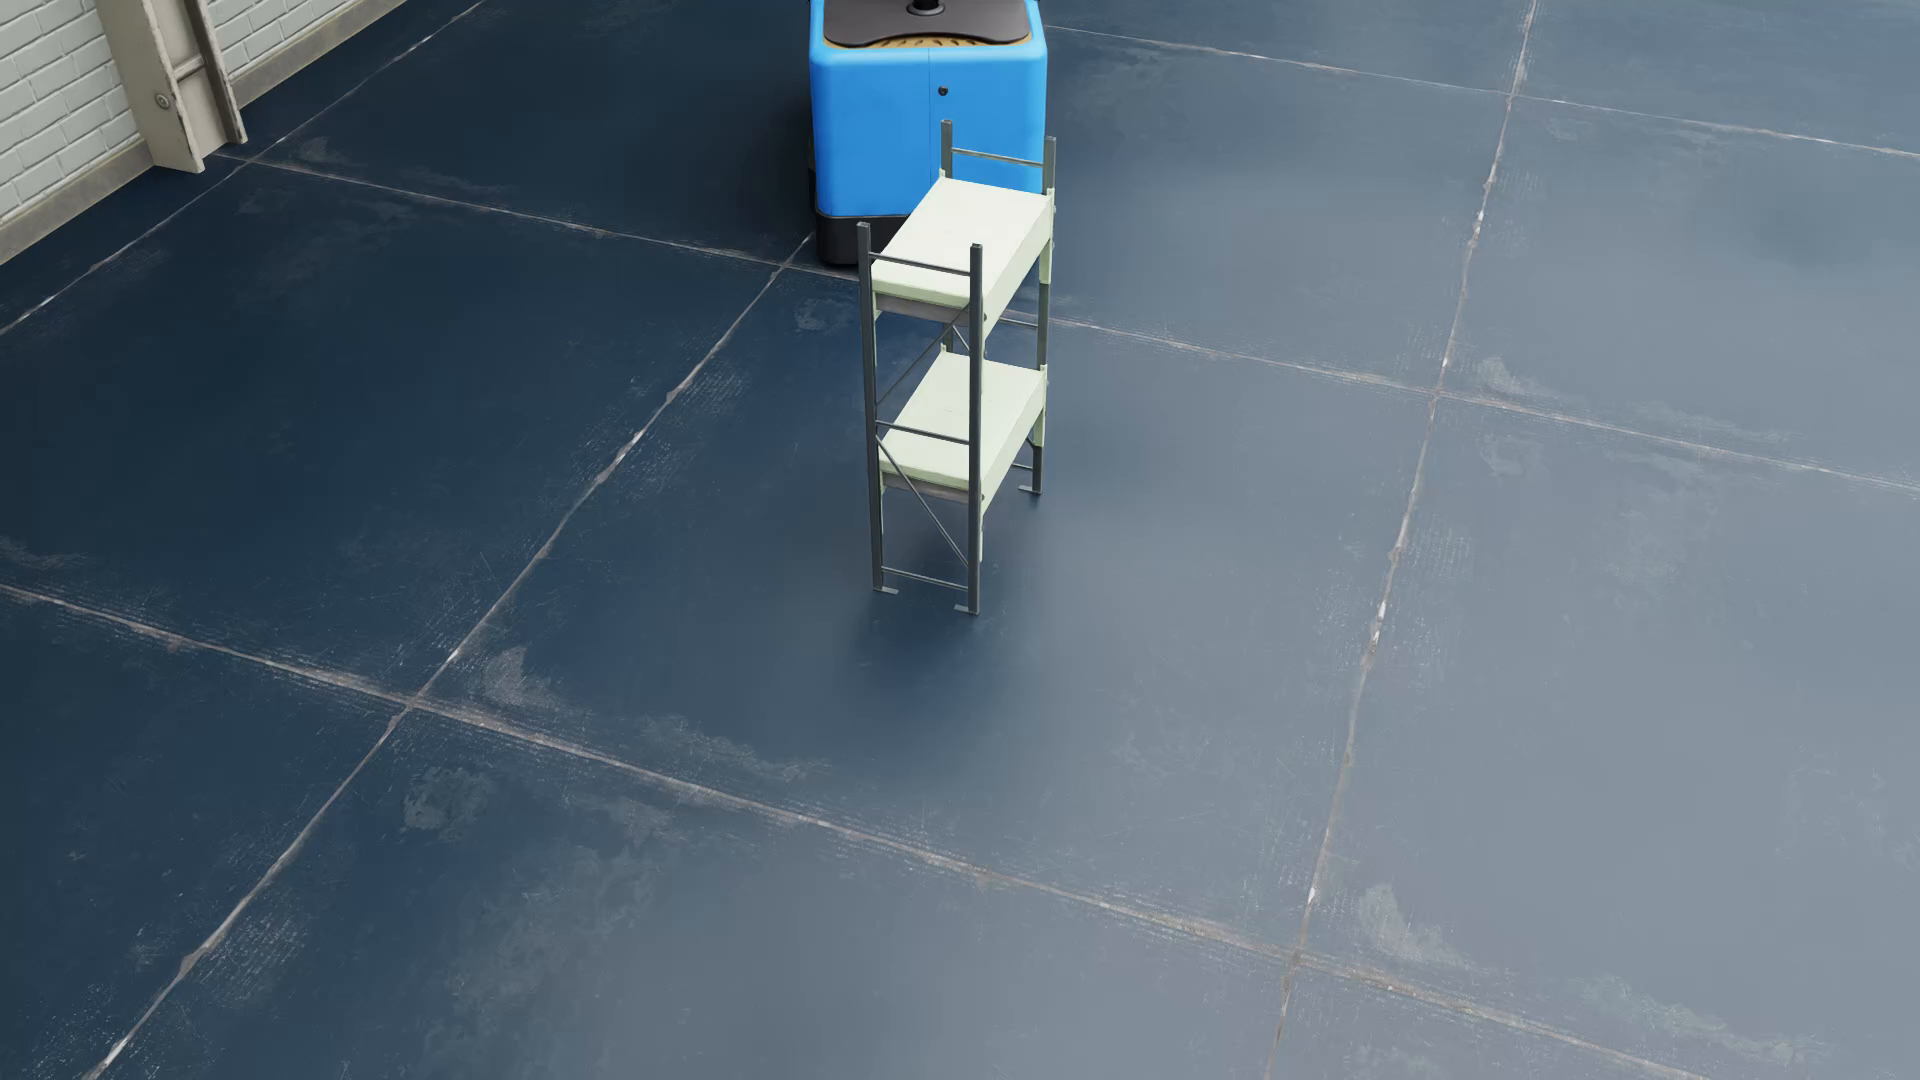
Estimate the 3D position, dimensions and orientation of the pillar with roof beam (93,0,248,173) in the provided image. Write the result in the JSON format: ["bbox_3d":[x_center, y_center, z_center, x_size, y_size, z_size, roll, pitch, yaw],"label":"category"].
[{"bbox_3d":[0.109,-4.480,4.567,9.100,9.000,0.400,13,42,15],"label":"pillar with roof beam"}]

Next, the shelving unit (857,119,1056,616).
[{"bbox_3d":[0.002,-0.575,5.768,0.431,1.500,0.755,13,42,15],"label":"shelving unit"}]

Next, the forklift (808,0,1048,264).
[{"bbox_3d":[-0.209,-3.321,7.885,1.130,2.935,3.031,-2,41,-2],"label":"forklift"}]

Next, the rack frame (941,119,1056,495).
[{"bbox_3d":[0.127,-0.798,6.030,0.400,1.500,0.023,13,42,15],"label":"rack frame"}]

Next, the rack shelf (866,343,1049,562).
[{"bbox_3d":[0.002,-0.327,5.980,0.431,0.370,0.720,13,42,15],"label":"rack shelf"}]

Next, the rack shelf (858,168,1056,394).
[{"bbox_3d":[0.002,-0.872,5.515,0.431,0.370,0.720,13,42,15],"label":"rack shelf"}]

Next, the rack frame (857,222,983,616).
[{"bbox_3d":[-0.123,-0.351,5.506,0.400,1.500,0.023,13,42,15],"label":"rack frame"}]
